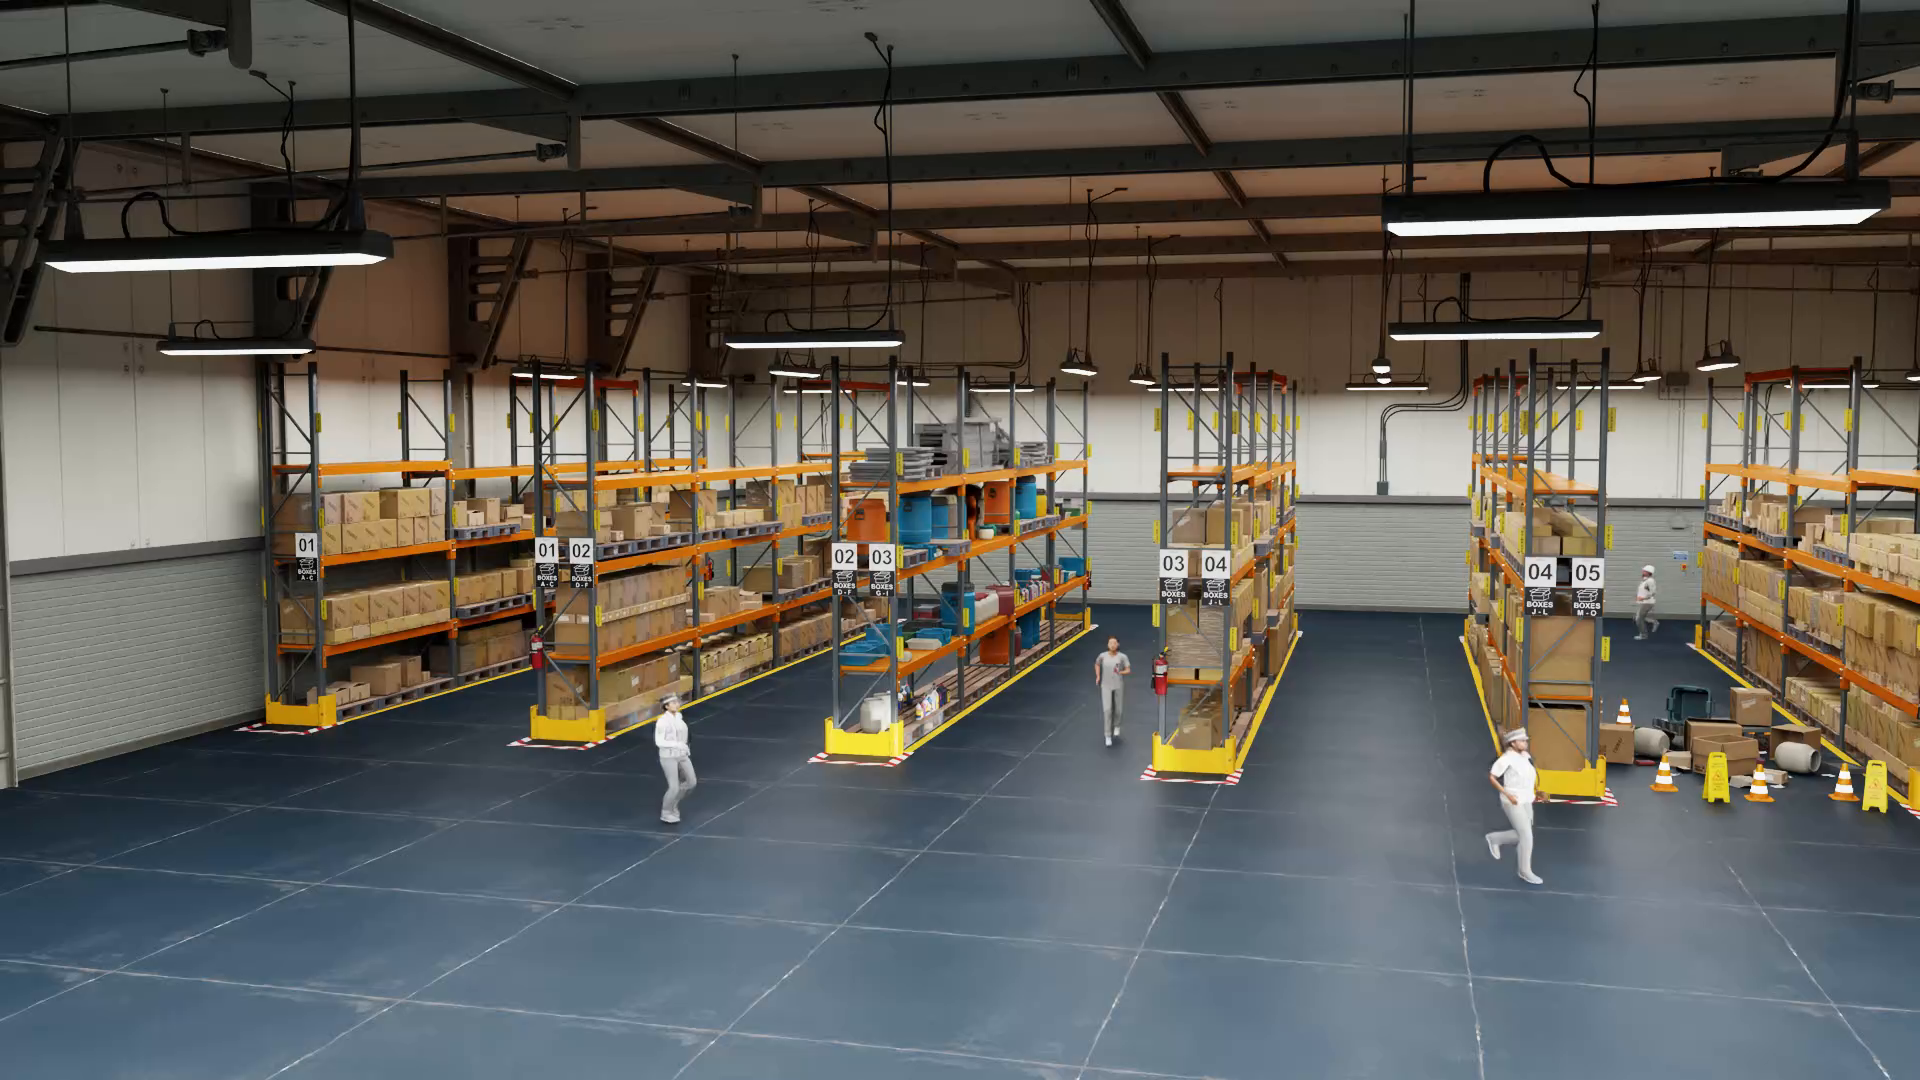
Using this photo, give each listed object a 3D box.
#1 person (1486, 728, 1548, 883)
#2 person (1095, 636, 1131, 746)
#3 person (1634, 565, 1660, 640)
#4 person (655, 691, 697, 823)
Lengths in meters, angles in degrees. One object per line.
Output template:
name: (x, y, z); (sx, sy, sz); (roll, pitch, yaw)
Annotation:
person: (6.111, 2.893, 18.336); (0.577, 1.686, 0.728); (-3, 5, -37)
person: (2.382, 2.325, 25.973); (0.564, 1.636, 0.969); (0, 4, 6)
person: (15.884, 1.450, 38.389); (0.597, 1.733, 0.661); (1, 4, 10)
person: (-3.513, 2.704, 20.735); (0.554, 1.655, 0.602); (3, 5, 32)
